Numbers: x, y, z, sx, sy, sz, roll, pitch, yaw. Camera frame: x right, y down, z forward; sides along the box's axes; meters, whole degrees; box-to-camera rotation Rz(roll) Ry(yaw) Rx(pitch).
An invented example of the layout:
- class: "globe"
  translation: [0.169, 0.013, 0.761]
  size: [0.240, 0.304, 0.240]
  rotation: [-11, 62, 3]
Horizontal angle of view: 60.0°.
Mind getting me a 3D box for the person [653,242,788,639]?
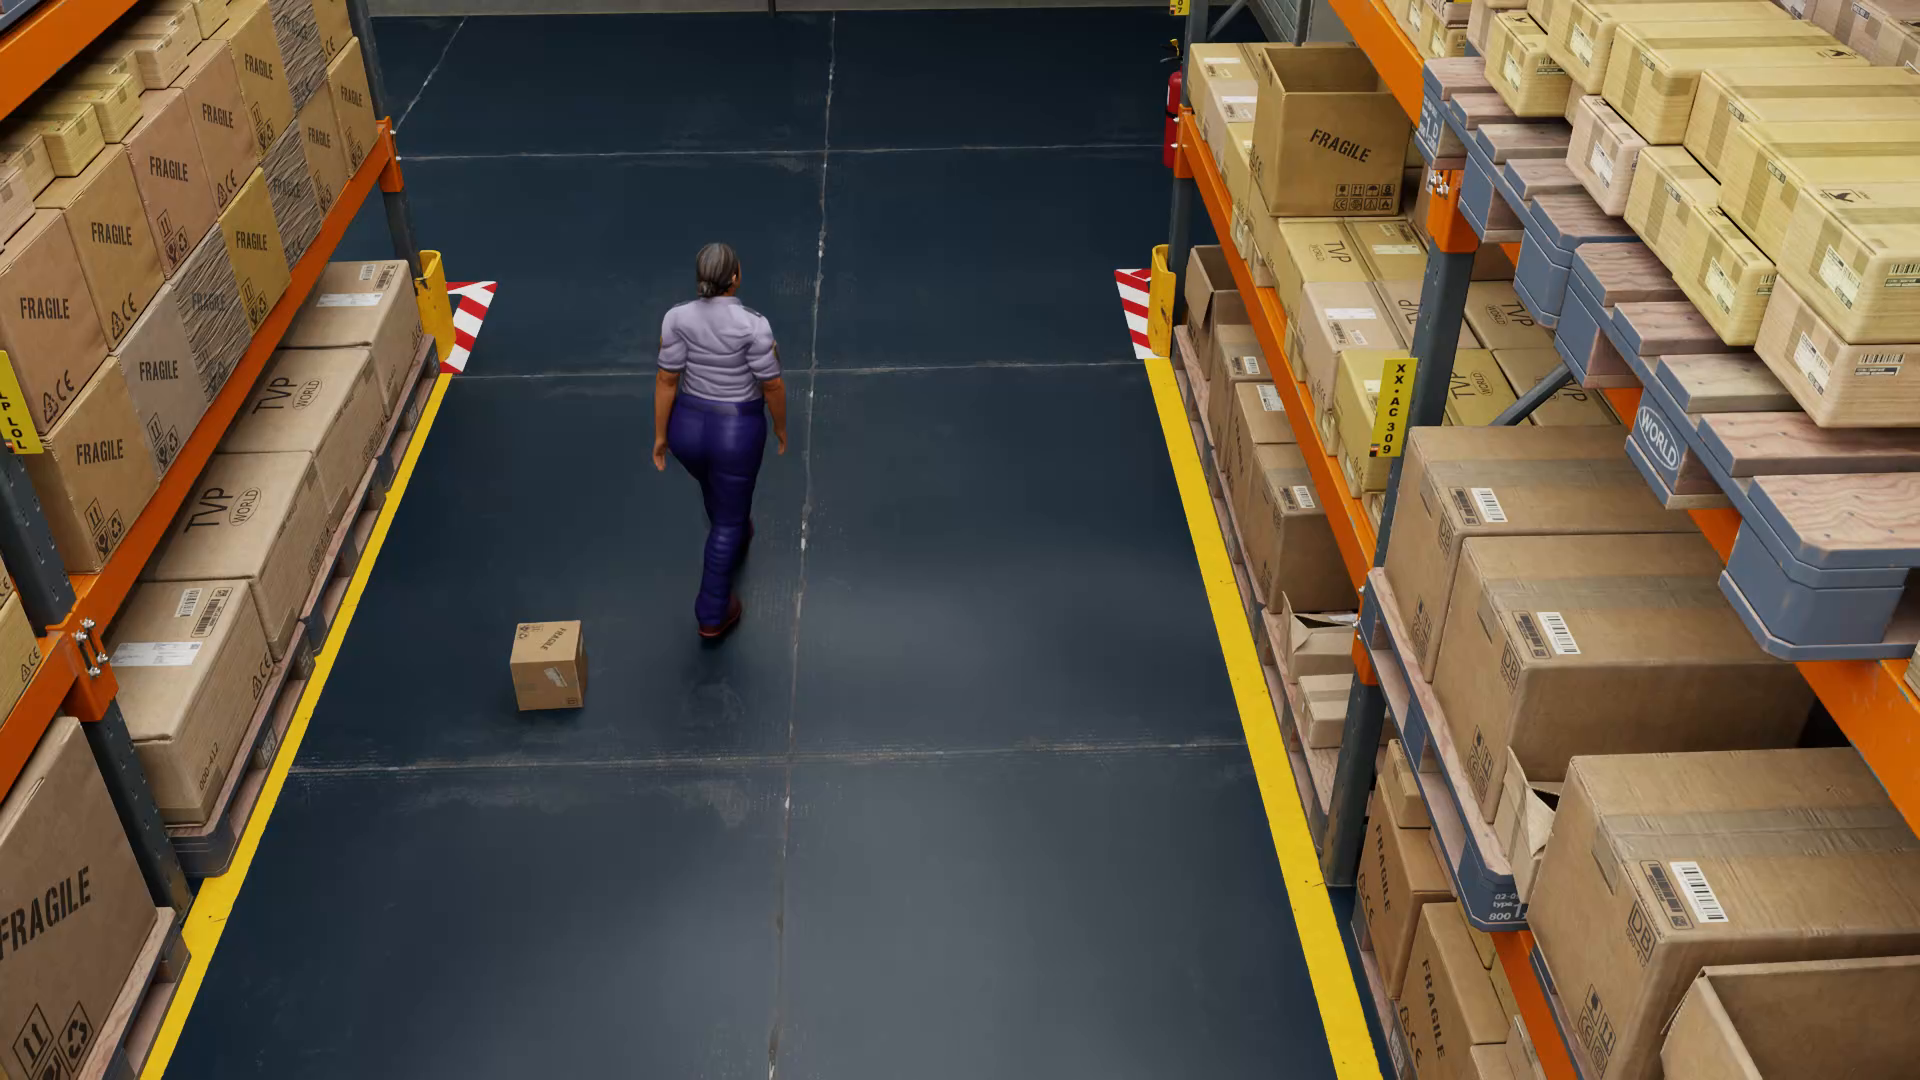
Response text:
- class: "person"
  translation: [-0.945, -0.455, 6.808]
  size: [0.506, 1.589, 0.884]
  rotation: [11, 37, 14]
